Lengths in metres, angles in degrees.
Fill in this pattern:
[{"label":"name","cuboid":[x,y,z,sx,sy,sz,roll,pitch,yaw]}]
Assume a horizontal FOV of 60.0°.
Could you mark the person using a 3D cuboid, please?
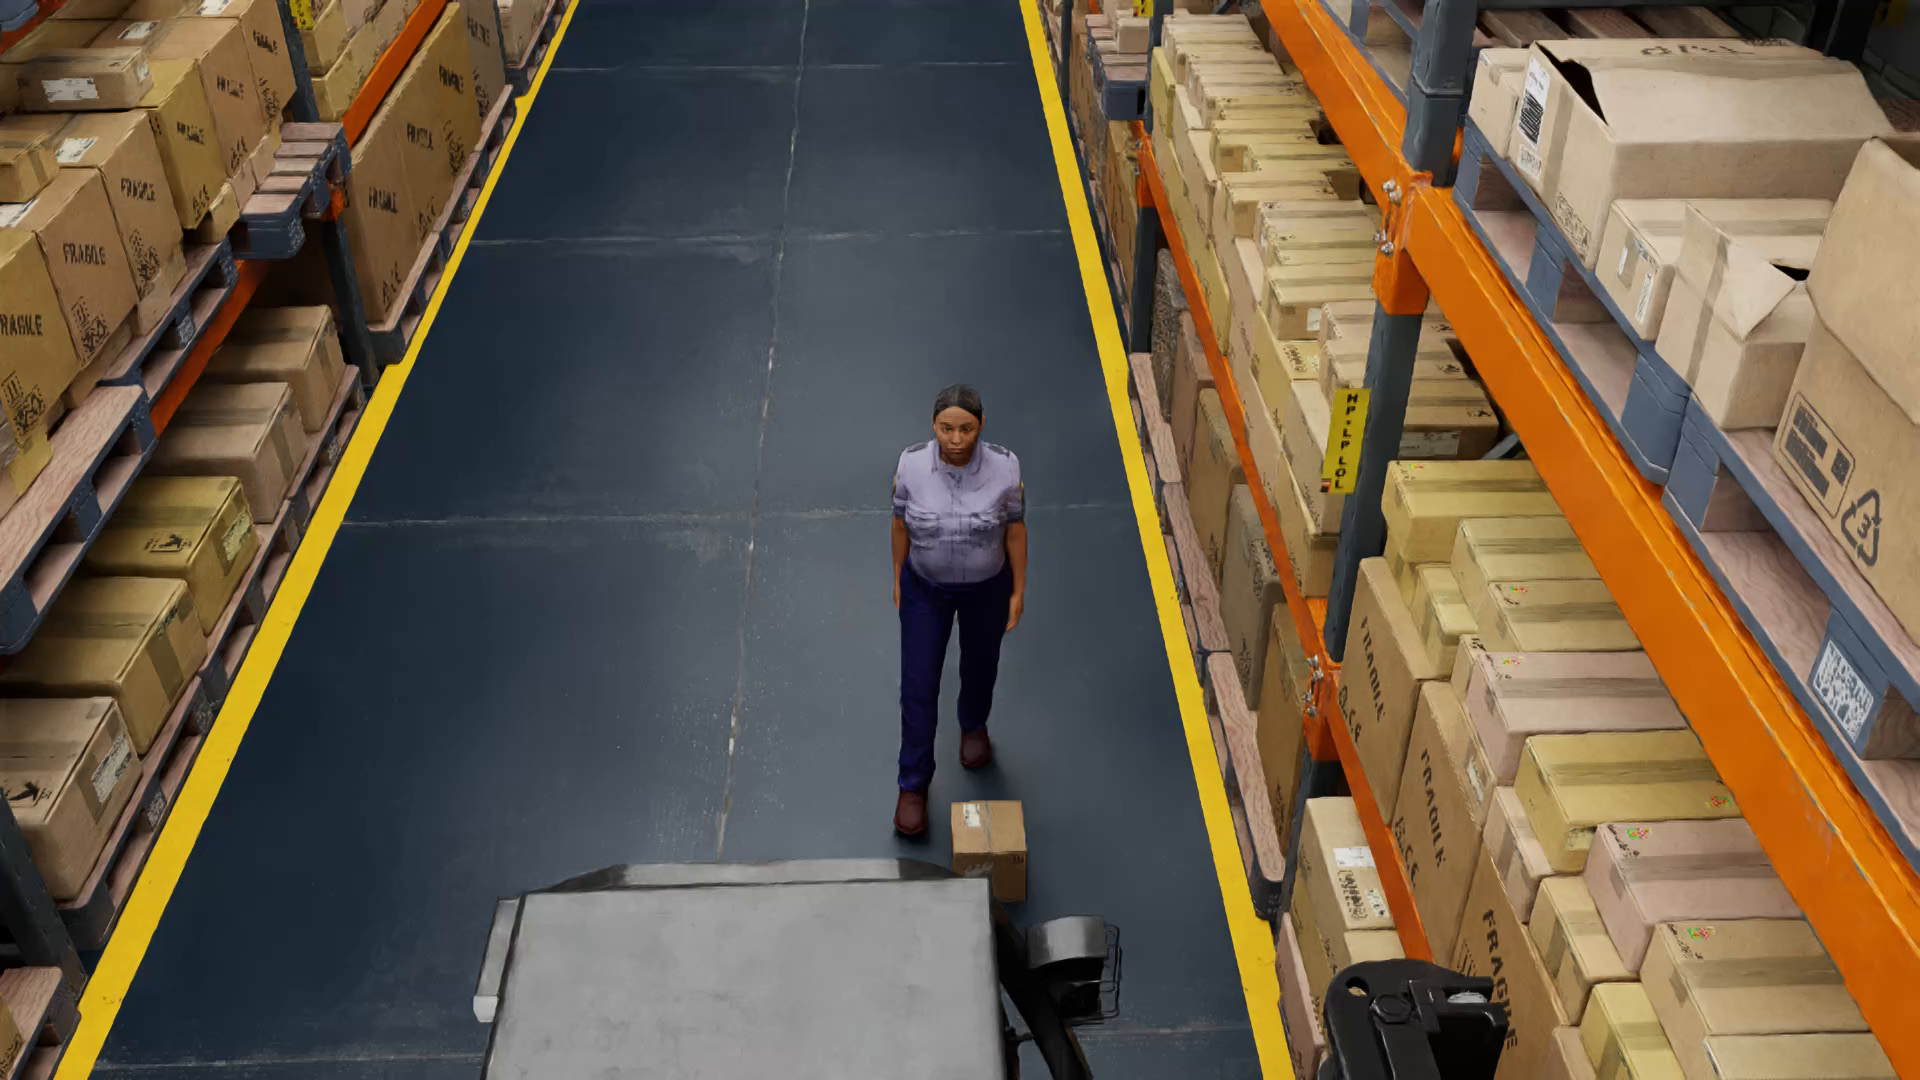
[{"label":"person","cuboid":[-0.004,0.246,5.823,0.483,1.619,0.694,-1,35,-1]}]
